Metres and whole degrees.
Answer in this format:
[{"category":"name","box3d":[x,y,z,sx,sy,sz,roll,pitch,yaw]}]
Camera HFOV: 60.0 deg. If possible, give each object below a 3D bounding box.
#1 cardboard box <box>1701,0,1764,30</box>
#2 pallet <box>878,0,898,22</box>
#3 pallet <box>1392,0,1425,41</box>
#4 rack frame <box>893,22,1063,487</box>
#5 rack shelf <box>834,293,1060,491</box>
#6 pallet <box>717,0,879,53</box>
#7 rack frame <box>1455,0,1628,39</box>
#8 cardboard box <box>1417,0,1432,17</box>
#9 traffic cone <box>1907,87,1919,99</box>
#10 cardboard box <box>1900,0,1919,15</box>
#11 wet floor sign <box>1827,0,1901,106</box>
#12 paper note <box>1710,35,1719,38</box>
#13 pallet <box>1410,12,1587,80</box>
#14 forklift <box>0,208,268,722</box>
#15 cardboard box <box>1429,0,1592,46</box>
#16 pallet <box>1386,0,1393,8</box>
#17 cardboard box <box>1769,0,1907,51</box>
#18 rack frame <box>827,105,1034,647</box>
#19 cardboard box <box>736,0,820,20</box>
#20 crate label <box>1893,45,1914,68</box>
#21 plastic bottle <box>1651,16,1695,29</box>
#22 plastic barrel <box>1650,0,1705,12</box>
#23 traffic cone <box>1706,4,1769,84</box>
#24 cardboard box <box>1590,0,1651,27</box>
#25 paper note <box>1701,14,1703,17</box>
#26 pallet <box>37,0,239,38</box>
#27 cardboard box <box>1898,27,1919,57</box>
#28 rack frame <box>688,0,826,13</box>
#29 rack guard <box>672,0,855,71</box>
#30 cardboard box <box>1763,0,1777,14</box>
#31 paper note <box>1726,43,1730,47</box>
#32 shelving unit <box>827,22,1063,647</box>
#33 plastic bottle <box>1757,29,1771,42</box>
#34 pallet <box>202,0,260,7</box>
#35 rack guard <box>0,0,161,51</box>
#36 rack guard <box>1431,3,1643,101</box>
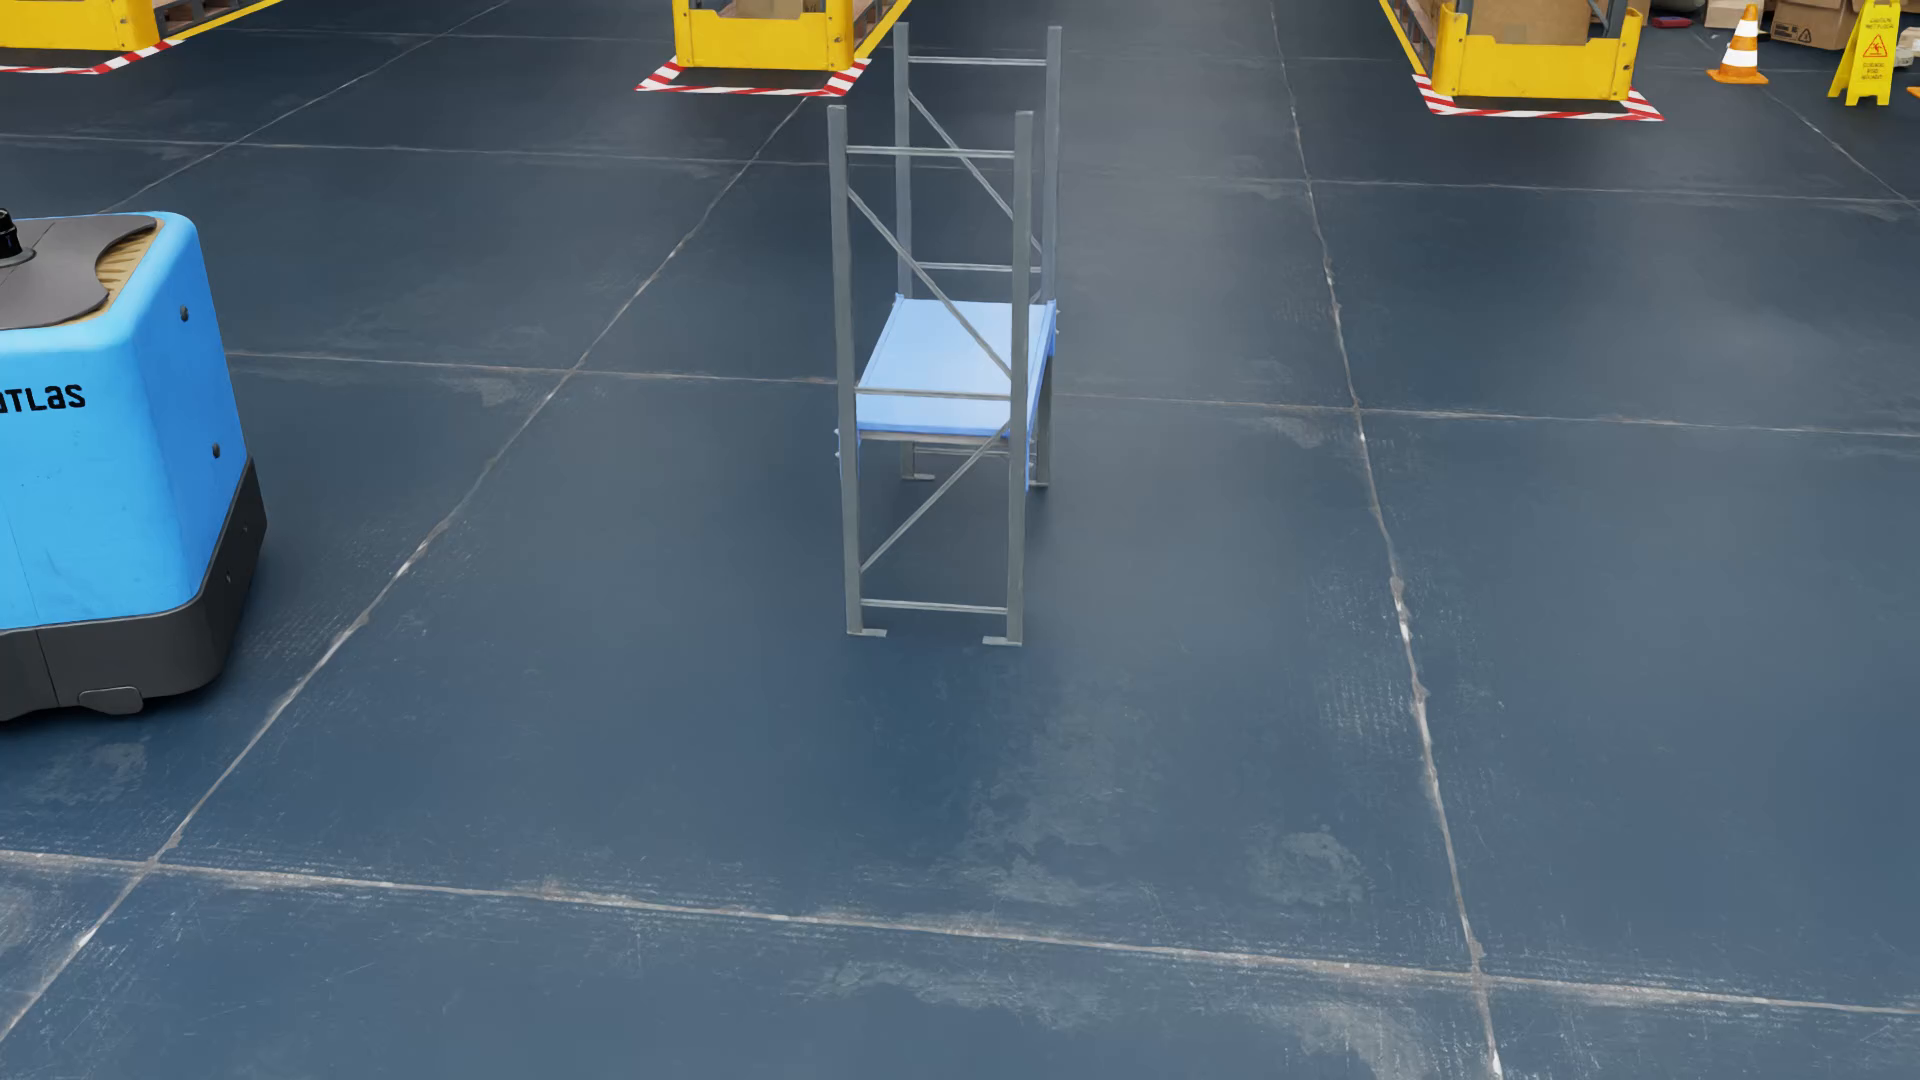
[{"category":"cardboard box","box3d":[5.700,-3.929,12.264,0.396,0.266,0.258,8,29,15]},{"category":"pallet","box3d":[-1.022,-4.263,12.941,1.003,0.211,1.213,3,28,6]},{"category":"pallet","box3d":[3.765,-3.892,12.252,1.003,0.211,1.213,3,28,6]},{"category":"rack frame","box3d":[0.052,-0.859,5.264,0.500,1.500,0.032,3,28,6]},{"category":"rack shelf","box3d":[-0.010,-0.462,4.905,0.538,0.185,1.000,3,28,6]},{"category":"pallet","box3d":[-1.174,-3.691,11.878,1.003,0.211,1.213,3,28,6]},{"category":"rack frame","box3d":[3.592,-4.166,9.821,1.000,3.000,0.127,3,28,6]},{"category":"cardboard box","box3d":[3.716,-4.153,11.594,0.875,0.875,0.875,3,28,5]},{"category":"traffic cone","box3d":[6.147,-2.991,10.314,0.336,0.463,0.334,3,28,6]},{"category":"cardboard box","box3d":[7.526,-4.284,12.673,0.500,0.500,0.500,-24,36,-37]},{"category":"wet floor sign","box3d":[5.554,-3.001,10.140,0.267,0.644,0.232,-1,28,-3]},{"category":"paper note","box3d":[5.426,-3.623,11.964,0.032,0.001,0.123,20,34,32]},{"category":"pallet","box3d":[3.613,-3.320,11.189,1.003,0.211,1.213,3,28,6]},{"category":"forklift","box3d":[-3.546,-0.921,3.869,3.031,2.935,1.130,-6,29,-11]},{"category":"cardboard box","box3d":[3.610,-3.739,10.825,0.875,0.875,0.875,4,29,6]},{"category":"pallet","box3d":[3.912,-4.468,13.321,1.003,0.211,1.213,3,28,6]},{"category":"cardboard box","box3d":[6.220,-3.801,11.775,0.797,0.503,0.637,-17,33,-29]},{"category":"rack frame","box3d":[-0.073,-0.381,4.376,0.500,1.500,0.032,3,28,6]},{"category":"cardboard box","box3d":[-1.225,-3.880,11.481,0.500,0.500,0.500,9,30,16]},{"category":"crate label","box3d":[6.181,-3.222,11.085,0.250,0.136,0.298,-11,30,-20]},{"category":"plastic bottle","box3d":[5.274,-3.825,12.286,0.283,0.061,0.133,-6,29,-11]},{"category":"plastic barrel","box3d":[5.466,-4.292,12.770,0.421,0.421,0.512,-24,36,-37]},{"category":"traffic cone","box3d":[5.067,-3.217,10.733,0.336,0.463,0.334,3,28,6]},{"category":"cardboard box","box3d":[4.911,-4.160,12.441,0.500,0.500,0.500,8,29,15]},{"category":"paper note","box3d":[5.732,-3.993,12.638,0.172,0.023,0.155,14,31,24]},{"category":"pallet","box3d":[-6.166,-3.983,12.421,1.003,0.211,1.213,3,28,6]},{"category":"cardboard box","box3d":[6.673,-3.405,11.414,0.380,0.149,0.250,20,34,32]},{"category":"rack frame","box3d":[-1.318,-4.502,10.444,1.000,3.000,0.127,3,28,6]},{"category":"rack guard","box3d":[-1.309,-3.437,11.103,1.175,0.500,0.348,3,28,6]},{"category":"cardboard box","box3d":[6.326,-4.302,12.561,0.797,0.637,0.503,3,28,6]},{"category":"paper note","box3d":[5.464,-3.478,11.676,0.144,0.017,0.142,14,31,24]},{"category":"shelving unit","box3d":[-0.010,-0.620,4.820,0.538,1.500,1.048,3,28,6]},{"category":"plastic bottle","box3d":[5.665,-3.628,11.920,0.133,0.061,0.283,-6,29,-11]},{"category":"pallet","box3d":[-6.014,-4.556,13.484,1.003,0.211,1.213,3,28,6]},{"category":"rack guard","box3d":[-6.271,-3.728,11.643,1.175,0.500,0.348,3,28,6]},{"category":"rack guard","box3d":[3.589,-3.055,10.393,1.175,0.500,0.348,3,28,6]}]
